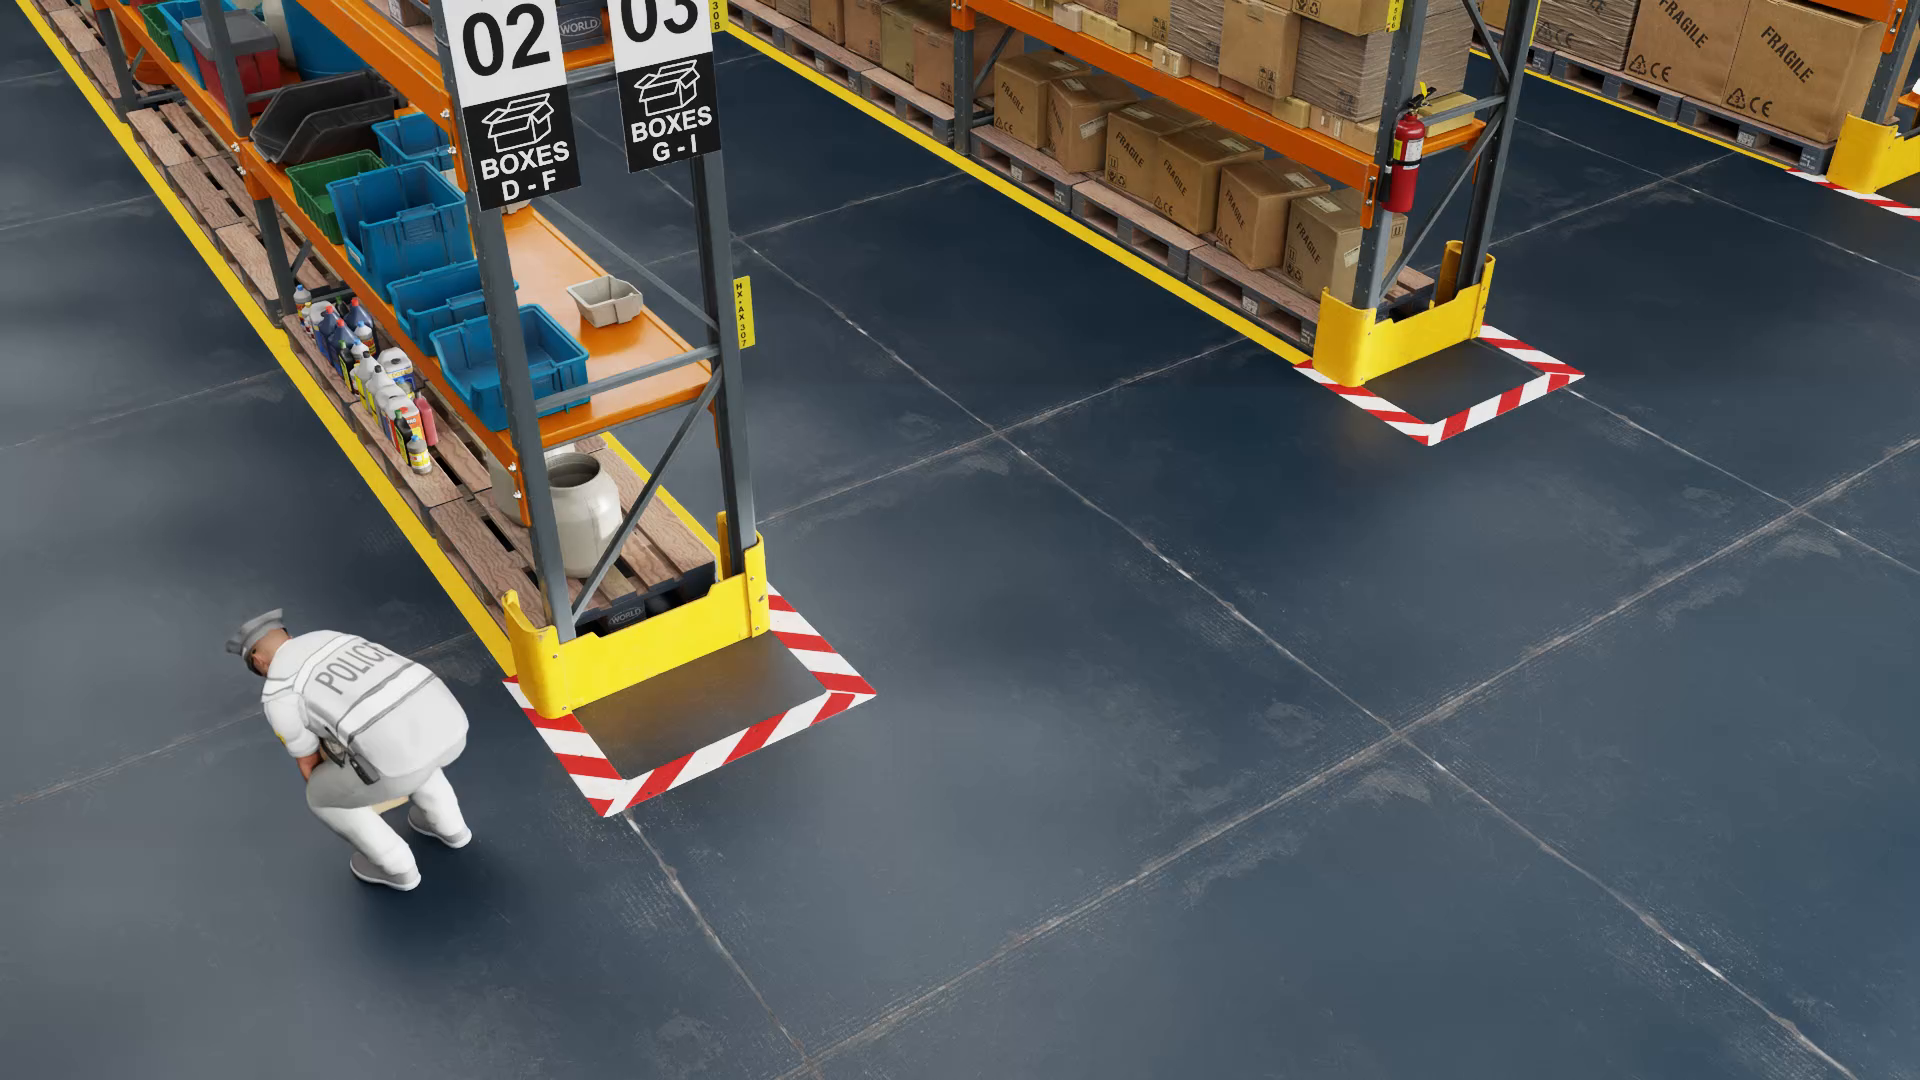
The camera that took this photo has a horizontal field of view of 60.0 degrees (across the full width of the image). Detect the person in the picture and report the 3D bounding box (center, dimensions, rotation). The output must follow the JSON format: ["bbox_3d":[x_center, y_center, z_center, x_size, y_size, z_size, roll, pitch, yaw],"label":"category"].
[{"bbox_3d":[-2.373,0.809,6.524,1.026,1.007,0.544,19,40,24],"label":"person"}]
